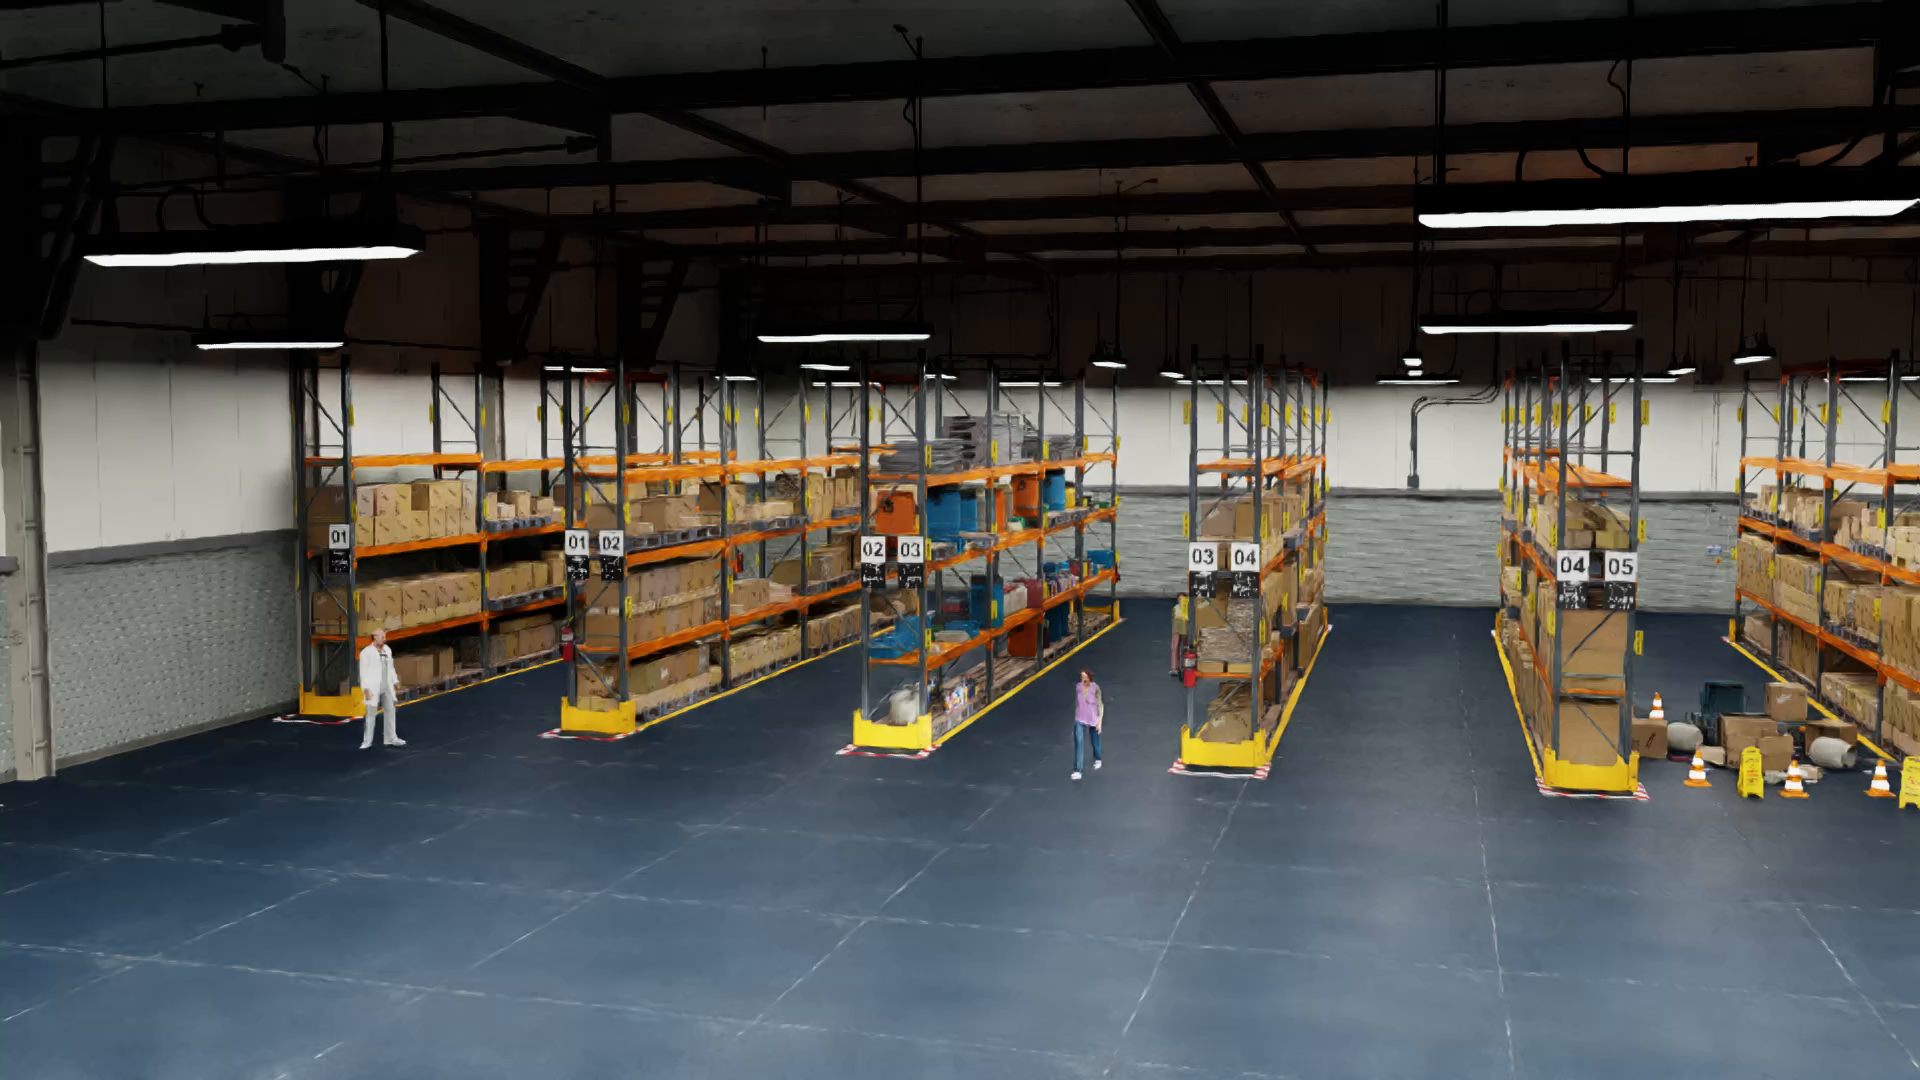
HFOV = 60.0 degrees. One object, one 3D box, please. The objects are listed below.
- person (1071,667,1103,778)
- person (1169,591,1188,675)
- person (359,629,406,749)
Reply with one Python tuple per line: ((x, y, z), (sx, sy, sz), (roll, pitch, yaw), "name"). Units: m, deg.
((1.789, 2.504, 23.072), (0.417, 1.525, 1.034), (1, 4, 14), "person")
((4.307, 1.782, 32.143), (0.446, 1.591, 1.093), (1, 4, 13), "person")
((-8.726, 2.222, 24.998), (0.477, 1.782, 0.676), (3, 5, 37), "person")
